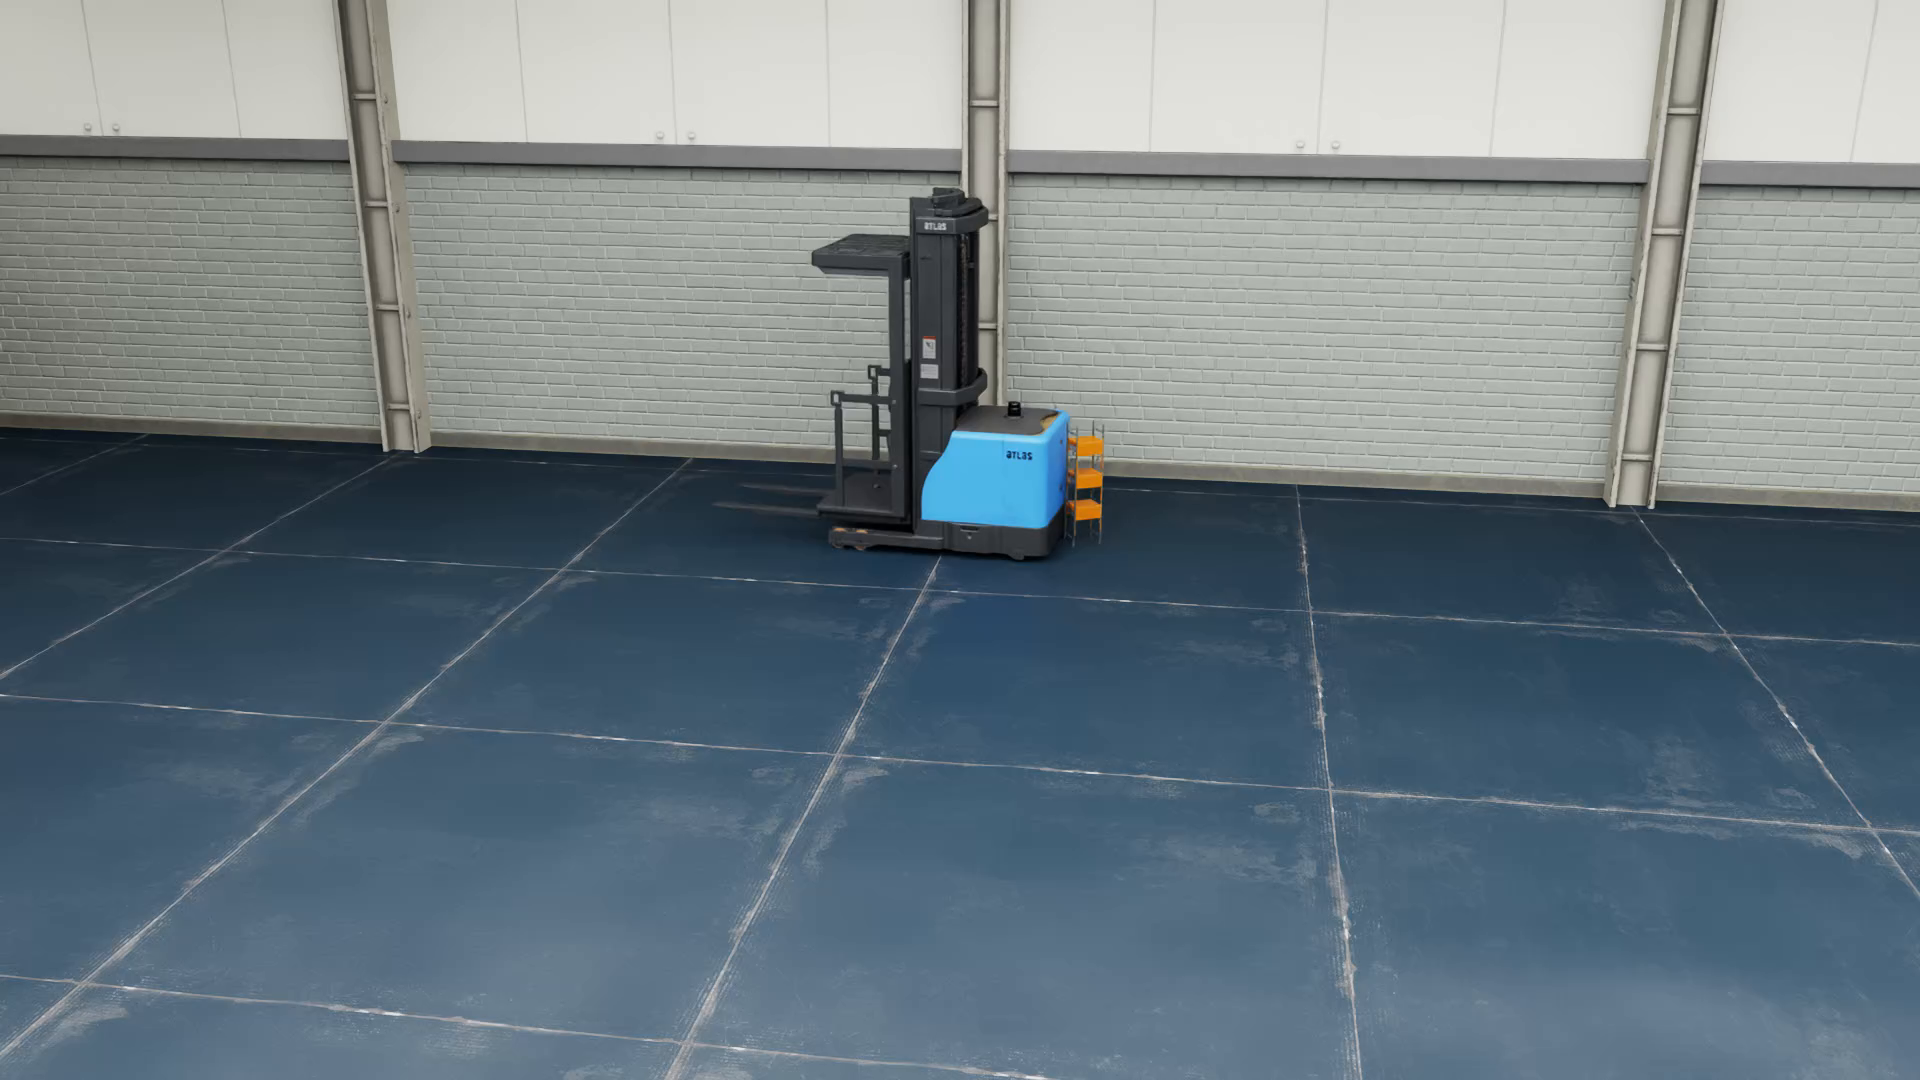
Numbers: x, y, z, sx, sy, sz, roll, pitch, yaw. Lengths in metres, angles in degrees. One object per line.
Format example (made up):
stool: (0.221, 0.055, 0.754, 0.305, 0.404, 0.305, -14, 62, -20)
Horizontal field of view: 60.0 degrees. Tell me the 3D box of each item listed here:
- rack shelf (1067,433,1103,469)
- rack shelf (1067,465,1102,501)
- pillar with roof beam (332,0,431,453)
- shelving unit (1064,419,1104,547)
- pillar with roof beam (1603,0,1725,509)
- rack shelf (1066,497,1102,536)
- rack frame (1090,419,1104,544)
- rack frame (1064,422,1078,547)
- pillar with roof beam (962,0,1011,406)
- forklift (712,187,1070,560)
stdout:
rack shelf: (1.050, -0.737, 13.991, 0.240, 0.259, 0.215, -7, 20, -20)
rack shelf: (1.049, -0.468, 14.081, 0.240, 0.259, 0.215, -7, 20, -20)
pillar with roof beam: (-6.371, -3.866, 11.675, 0.400, 9.000, 9.100, 3, 19, 9)
shelving unit: (1.049, -0.478, 14.077, 0.252, 1.050, 0.215, -7, 20, -20)
pillar with roof beam: (5.477, -3.262, 9.870, 0.400, 9.000, 9.100, 3, 19, 9)
rack shelf: (1.049, -0.205, 14.169, 0.240, 0.259, 0.215, -7, 20, -20)
rack frame: (1.163, -0.492, 14.120, 0.008, 1.050, 0.200, -7, 20, -20)
rack frame: (0.936, -0.464, 14.035, 0.008, 1.050, 0.200, -7, 20, -20)
pillar with roof beam: (-0.447, -3.564, 10.772, 0.400, 9.000, 9.100, 3, 19, 9)
forklift: (-0.624, -1.464, 14.059, 3.031, 2.935, 1.130, 5, 19, 14)
